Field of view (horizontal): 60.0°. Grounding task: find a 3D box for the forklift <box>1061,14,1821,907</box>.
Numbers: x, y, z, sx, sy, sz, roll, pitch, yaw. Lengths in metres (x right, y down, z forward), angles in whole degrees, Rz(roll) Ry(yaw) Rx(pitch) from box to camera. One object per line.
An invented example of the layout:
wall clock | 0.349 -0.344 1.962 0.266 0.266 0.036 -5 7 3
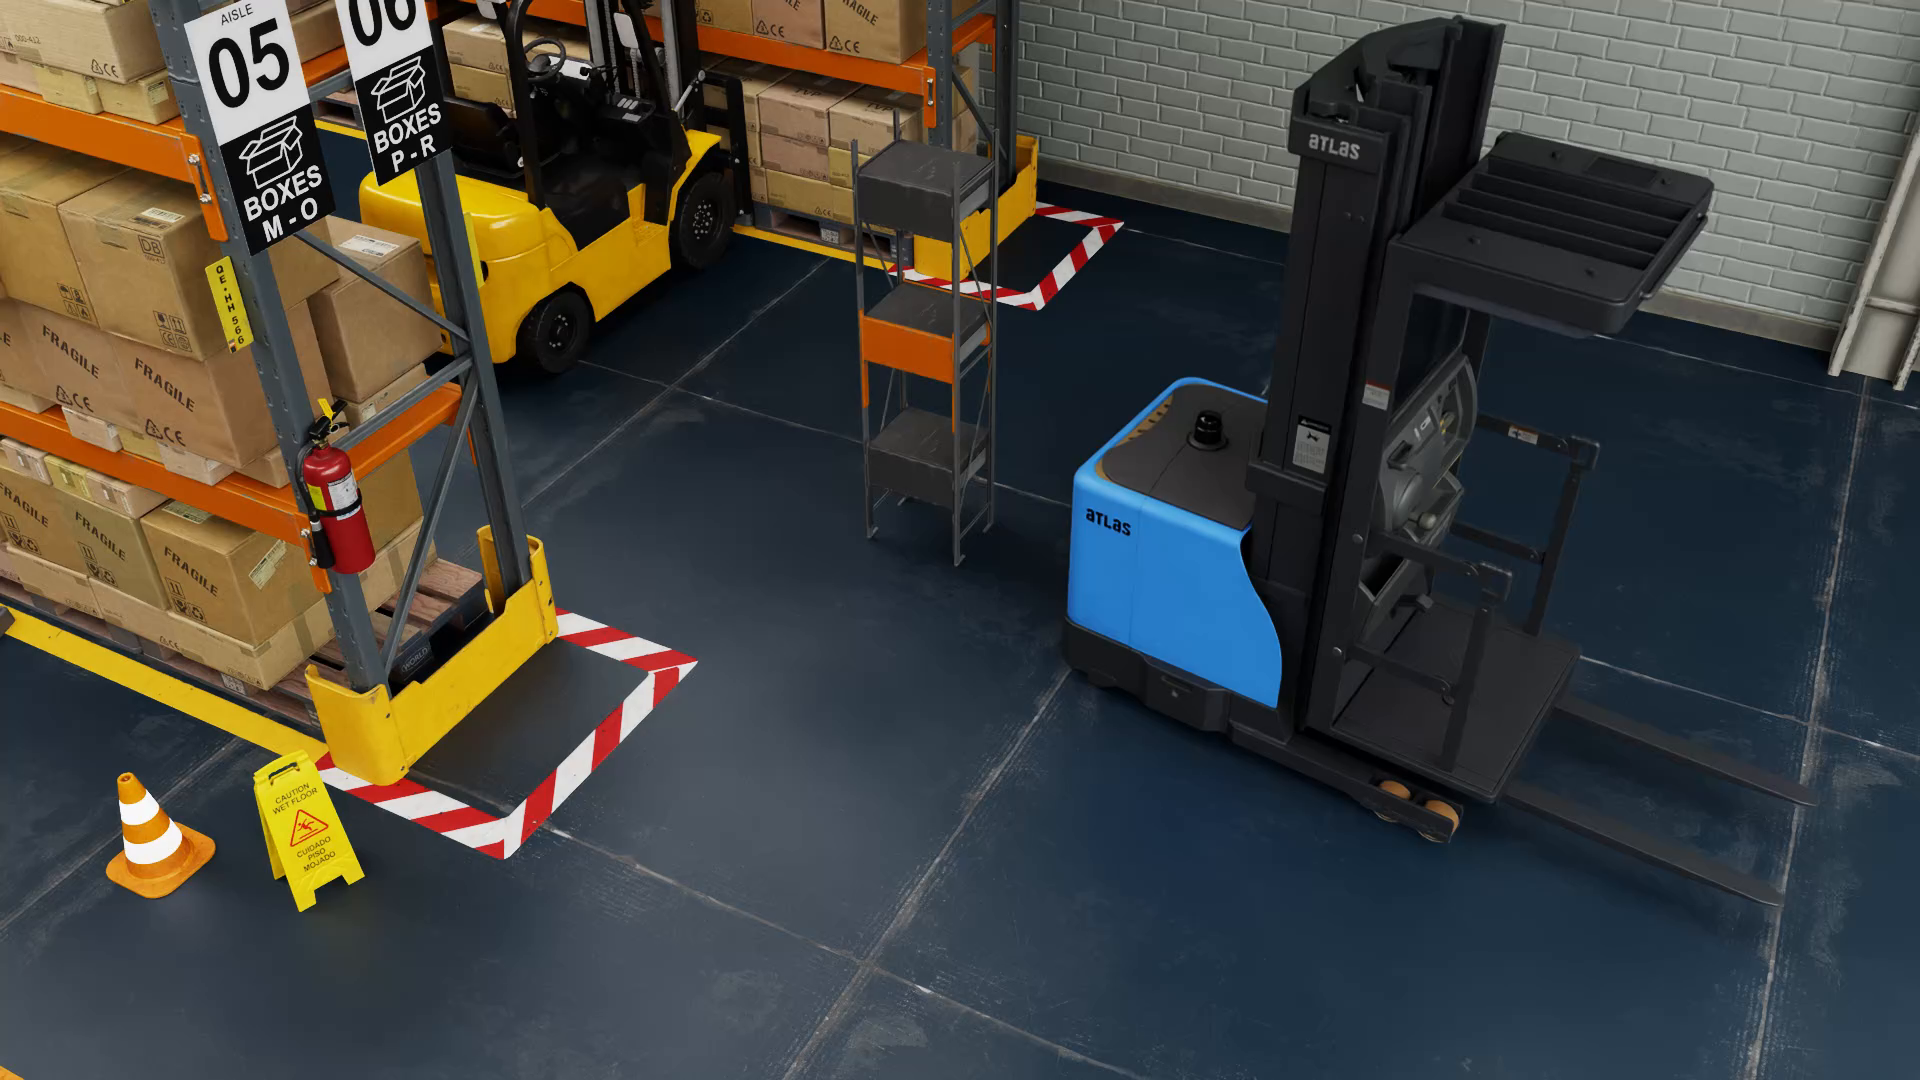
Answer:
forklift | 1.960 -0.324 6.273 3.031 2.935 1.130 23 43 27

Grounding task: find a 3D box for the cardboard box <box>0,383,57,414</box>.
cardboard box | -3.789 -0.704 6.924 0.250 0.149 0.380 17 40 21

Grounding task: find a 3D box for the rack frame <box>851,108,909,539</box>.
rack frame | -0.364 -0.950 7.785 0.015 2.100 0.400 17 41 21

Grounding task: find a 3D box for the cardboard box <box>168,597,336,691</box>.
cardboard box | -3.053 0.344 7.263 0.500 0.250 0.500 17 40 21

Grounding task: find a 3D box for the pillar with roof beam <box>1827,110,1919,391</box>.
pillar with roof beam | 3.233 -2.251 3.792 0.400 9.000 9.100 17 41 21

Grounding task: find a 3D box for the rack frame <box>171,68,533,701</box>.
rack frame | -2.191 -0.497 6.444 0.127 3.000 1.000 17 41 21

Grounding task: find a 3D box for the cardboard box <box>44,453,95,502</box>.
cardboard box | -3.601 -0.347 7.016 0.250 0.149 0.380 18 41 22

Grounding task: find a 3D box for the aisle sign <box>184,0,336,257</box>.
aisle sign | -2.269 -1.360 5.430 0.004 0.787 0.394 17 41 21

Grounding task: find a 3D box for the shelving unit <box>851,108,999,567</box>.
shelving unit | -0.147 -0.882 7.696 0.503 2.100 0.431 17 41 21

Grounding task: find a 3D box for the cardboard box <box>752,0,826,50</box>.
cardboard box | -0.925 -3.348 10.117 0.500 0.500 0.500 19 41 23

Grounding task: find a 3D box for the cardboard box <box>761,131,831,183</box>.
cardboard box | -0.928 -2.547 10.658 0.500 0.250 0.500 17 40 21

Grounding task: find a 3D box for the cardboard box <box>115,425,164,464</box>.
cardboard box | -3.115 -0.480 6.629 0.250 0.149 0.380 17 40 21

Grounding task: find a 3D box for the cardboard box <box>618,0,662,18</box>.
cardboard box | -1.832 -3.624 10.481 0.500 0.500 0.500 18 41 22

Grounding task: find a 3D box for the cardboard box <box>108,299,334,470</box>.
cardboard box | -2.799 -0.658 6.328 0.500 0.500 0.500 17 40 21

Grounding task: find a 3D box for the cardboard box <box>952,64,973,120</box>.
cardboard box | -0.251 -2.869 10.668 0.500 0.250 0.500 17 40 21

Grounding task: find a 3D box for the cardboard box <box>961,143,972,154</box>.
cardboard box | -0.257 -2.477 10.979 0.500 0.250 0.500 18 41 22

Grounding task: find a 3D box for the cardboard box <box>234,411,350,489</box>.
cardboard box | -2.621 -0.386 6.505 0.250 0.149 0.380 19 41 23

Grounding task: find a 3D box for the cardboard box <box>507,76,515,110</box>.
cardboard box | -2.727 -3.107 11.396 0.500 0.250 0.500 17 40 21

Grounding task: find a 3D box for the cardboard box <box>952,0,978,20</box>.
cardboard box | -0.223 -3.490 10.304 0.500 0.500 0.500 19 41 23

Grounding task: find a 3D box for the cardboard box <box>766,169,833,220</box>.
cardboard box | -0.911 -2.340 10.798 0.500 0.250 0.500 17 41 21

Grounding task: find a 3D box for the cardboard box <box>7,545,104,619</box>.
cardboard box | -3.956 0.060 7.637 0.500 0.250 0.500 16 40 20

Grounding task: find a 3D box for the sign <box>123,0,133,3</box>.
sign | -2.464 -1.752 4.884 0.005 0.325 0.100 17 41 21

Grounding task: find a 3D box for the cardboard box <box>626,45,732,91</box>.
cardboard box | -1.819 -3.013 10.858 0.500 0.250 0.500 17 40 21

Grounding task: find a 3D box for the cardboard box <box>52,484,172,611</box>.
cardboard box | -3.487 -0.094 7.219 0.500 0.500 0.500 19 41 23

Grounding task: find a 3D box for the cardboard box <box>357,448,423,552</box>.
cardboard box | -2.801 -0.247 7.421 0.500 0.500 0.500 16 40 20

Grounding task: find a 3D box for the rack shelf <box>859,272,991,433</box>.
rack shelf | -0.147 -0.872 7.704 0.480 0.518 0.431 17 41 21

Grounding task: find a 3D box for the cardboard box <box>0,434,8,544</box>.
cardboard box | -4.402 -0.384 7.601 0.500 0.500 0.500 20 41 24

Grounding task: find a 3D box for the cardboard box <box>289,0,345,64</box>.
cardboard box | -2.336 -1.858 5.964 0.250 0.149 0.380 17 41 22

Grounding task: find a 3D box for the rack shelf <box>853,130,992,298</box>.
rack shelf | -0.147 -1.429 7.281 0.480 0.518 0.431 17 41 21

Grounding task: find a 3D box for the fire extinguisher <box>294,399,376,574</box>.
fire extinguisher | -2.301 -0.187 6.099 0.183 0.674 0.296 17 41 21

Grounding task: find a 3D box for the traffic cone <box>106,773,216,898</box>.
traffic cone | -3.166 1.086 6.456 0.334 0.463 0.336 17 41 21

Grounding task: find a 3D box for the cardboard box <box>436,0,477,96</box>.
cardboard box | -3.932 -3.636 12.195 0.625 0.625 0.875 19 41 23

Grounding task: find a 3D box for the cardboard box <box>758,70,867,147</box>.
cardboard box | -0.920 -2.733 10.489 0.500 0.250 0.500 18 41 22

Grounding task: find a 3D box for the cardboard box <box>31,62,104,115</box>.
cardboard box | -2.872 -1.593 5.614 0.250 0.149 0.380 18 41 22

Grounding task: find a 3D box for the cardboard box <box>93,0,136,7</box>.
cardboard box | -2.627 -1.845 5.287 0.250 0.149 0.380 18 41 22

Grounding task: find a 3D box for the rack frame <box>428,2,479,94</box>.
rack frame | -3.463 -4.275 11.421 0.127 3.000 1.000 17 41 21

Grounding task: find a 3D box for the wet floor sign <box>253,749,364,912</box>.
wet floor sign | -2.514 1.068 6.329 0.267 0.644 0.232 -29 46 -33

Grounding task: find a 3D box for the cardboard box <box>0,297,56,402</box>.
cardboard box | -3.684 -0.941 6.700 0.500 0.500 0.500 17 40 21

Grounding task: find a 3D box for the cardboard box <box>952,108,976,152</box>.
cardboard box | -0.233 -2.677 10.828 0.500 0.250 0.500 18 41 22

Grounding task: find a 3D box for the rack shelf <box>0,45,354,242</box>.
rack shelf | -3.967 -1.962 6.487 4.000 0.370 1.077 17 41 21

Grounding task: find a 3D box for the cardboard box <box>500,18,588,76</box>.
cardboard box | -2.728 -3.295 11.230 0.500 0.250 0.500 17 41 22

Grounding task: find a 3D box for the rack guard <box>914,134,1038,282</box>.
rack guard | 0.110 -2.161 10.703 0.348 0.500 1.175 17 41 21

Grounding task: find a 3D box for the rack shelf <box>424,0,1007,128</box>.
rack shelf | -1.687 -3.433 10.906 4.000 0.370 1.077 17 41 21

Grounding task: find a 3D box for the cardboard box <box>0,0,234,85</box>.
cardboard box | -2.769 -1.748 5.489 0.500 0.250 0.500 17 40 21

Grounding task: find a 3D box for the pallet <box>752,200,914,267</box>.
pallet | -0.610 -2.243 11.050 1.213 0.211 1.003 17 41 21

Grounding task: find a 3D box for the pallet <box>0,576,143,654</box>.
pallet | -4.042 0.008 8.085 1.213 0.211 1.003 17 41 21

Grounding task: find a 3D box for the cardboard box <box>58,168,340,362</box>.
cardboard box | -2.745 -1.079 6.054 0.500 0.500 0.700 16 40 20

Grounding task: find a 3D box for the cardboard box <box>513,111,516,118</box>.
cardboard box | -2.728 -2.902 11.539 0.500 0.250 0.500 17 40 21

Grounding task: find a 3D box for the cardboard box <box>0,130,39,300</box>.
cardboard box | -3.691 -1.310 6.359 0.500 0.500 0.700 17 40 21
